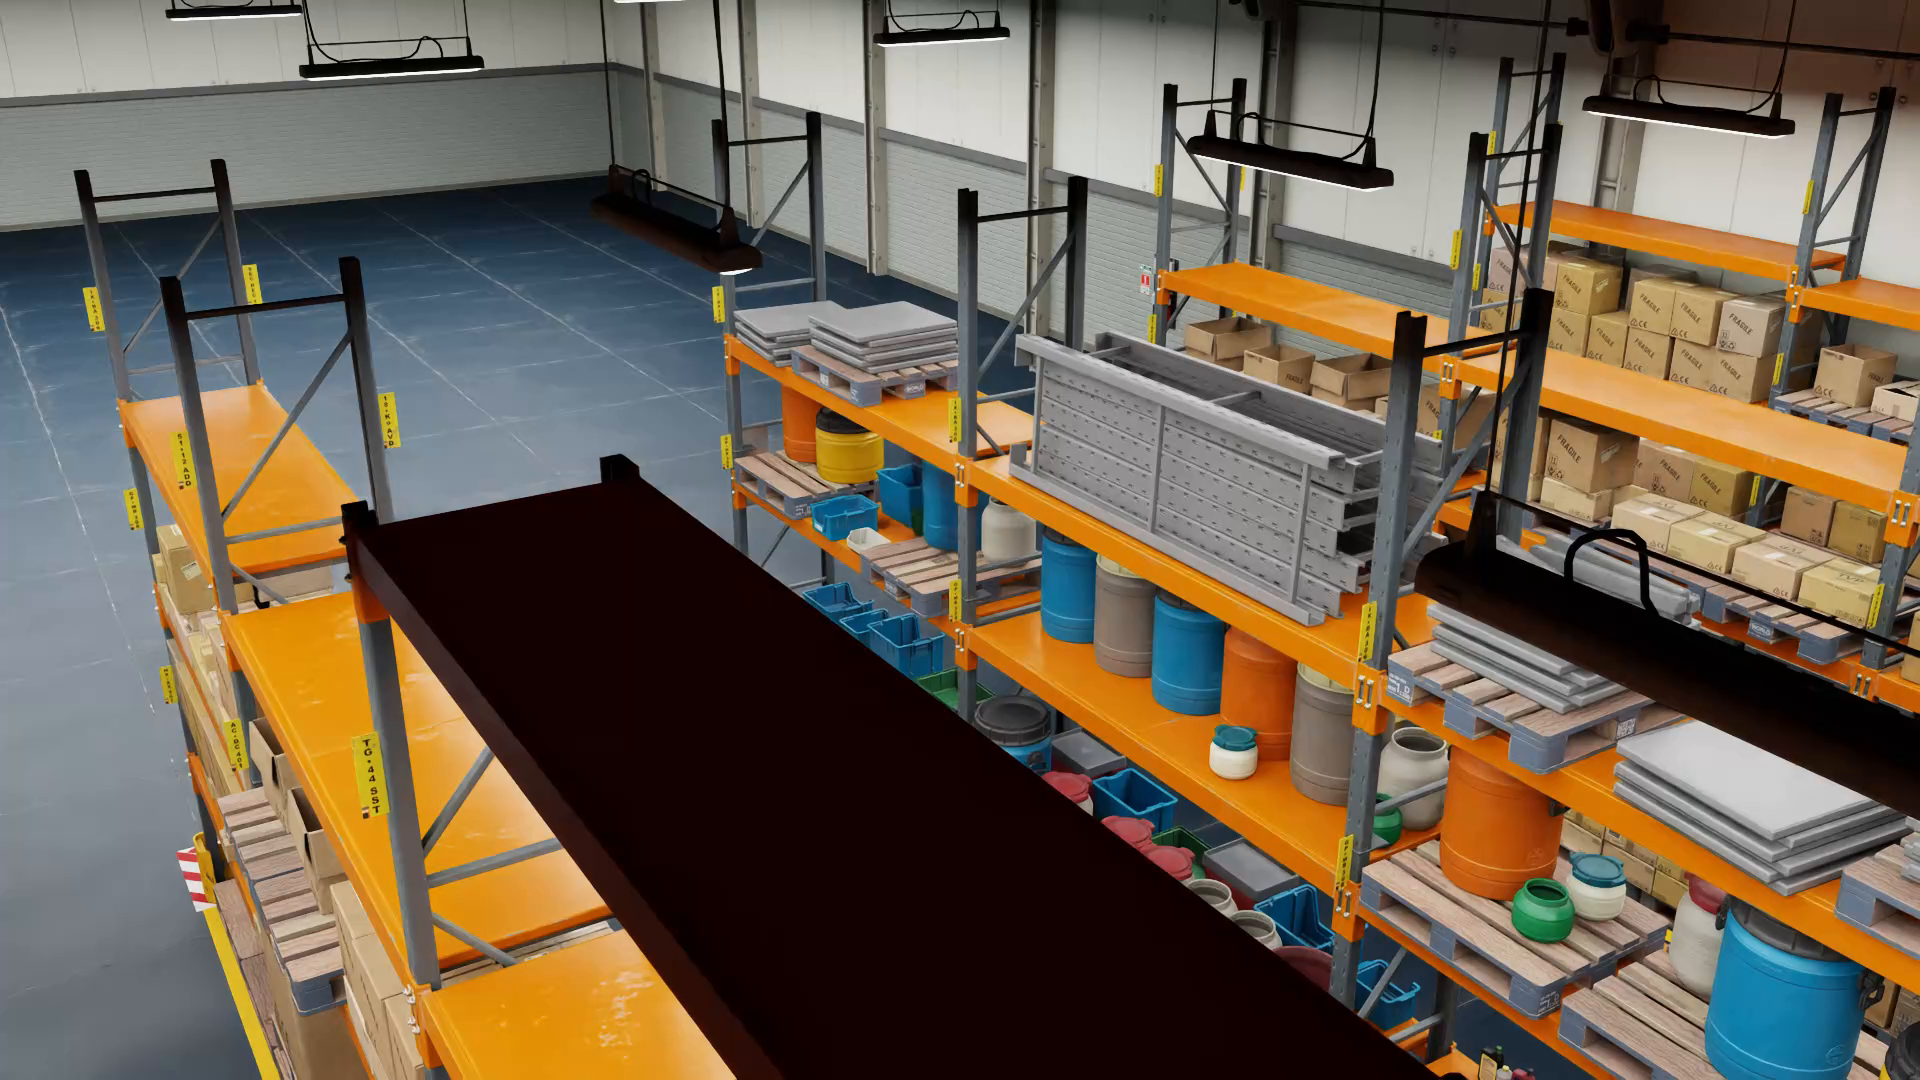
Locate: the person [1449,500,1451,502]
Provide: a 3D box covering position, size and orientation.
[{"bbox_3d":[5.450,0.086,18.941,0.976,1.651,0.558,10,24,24],"label":"person"}]
